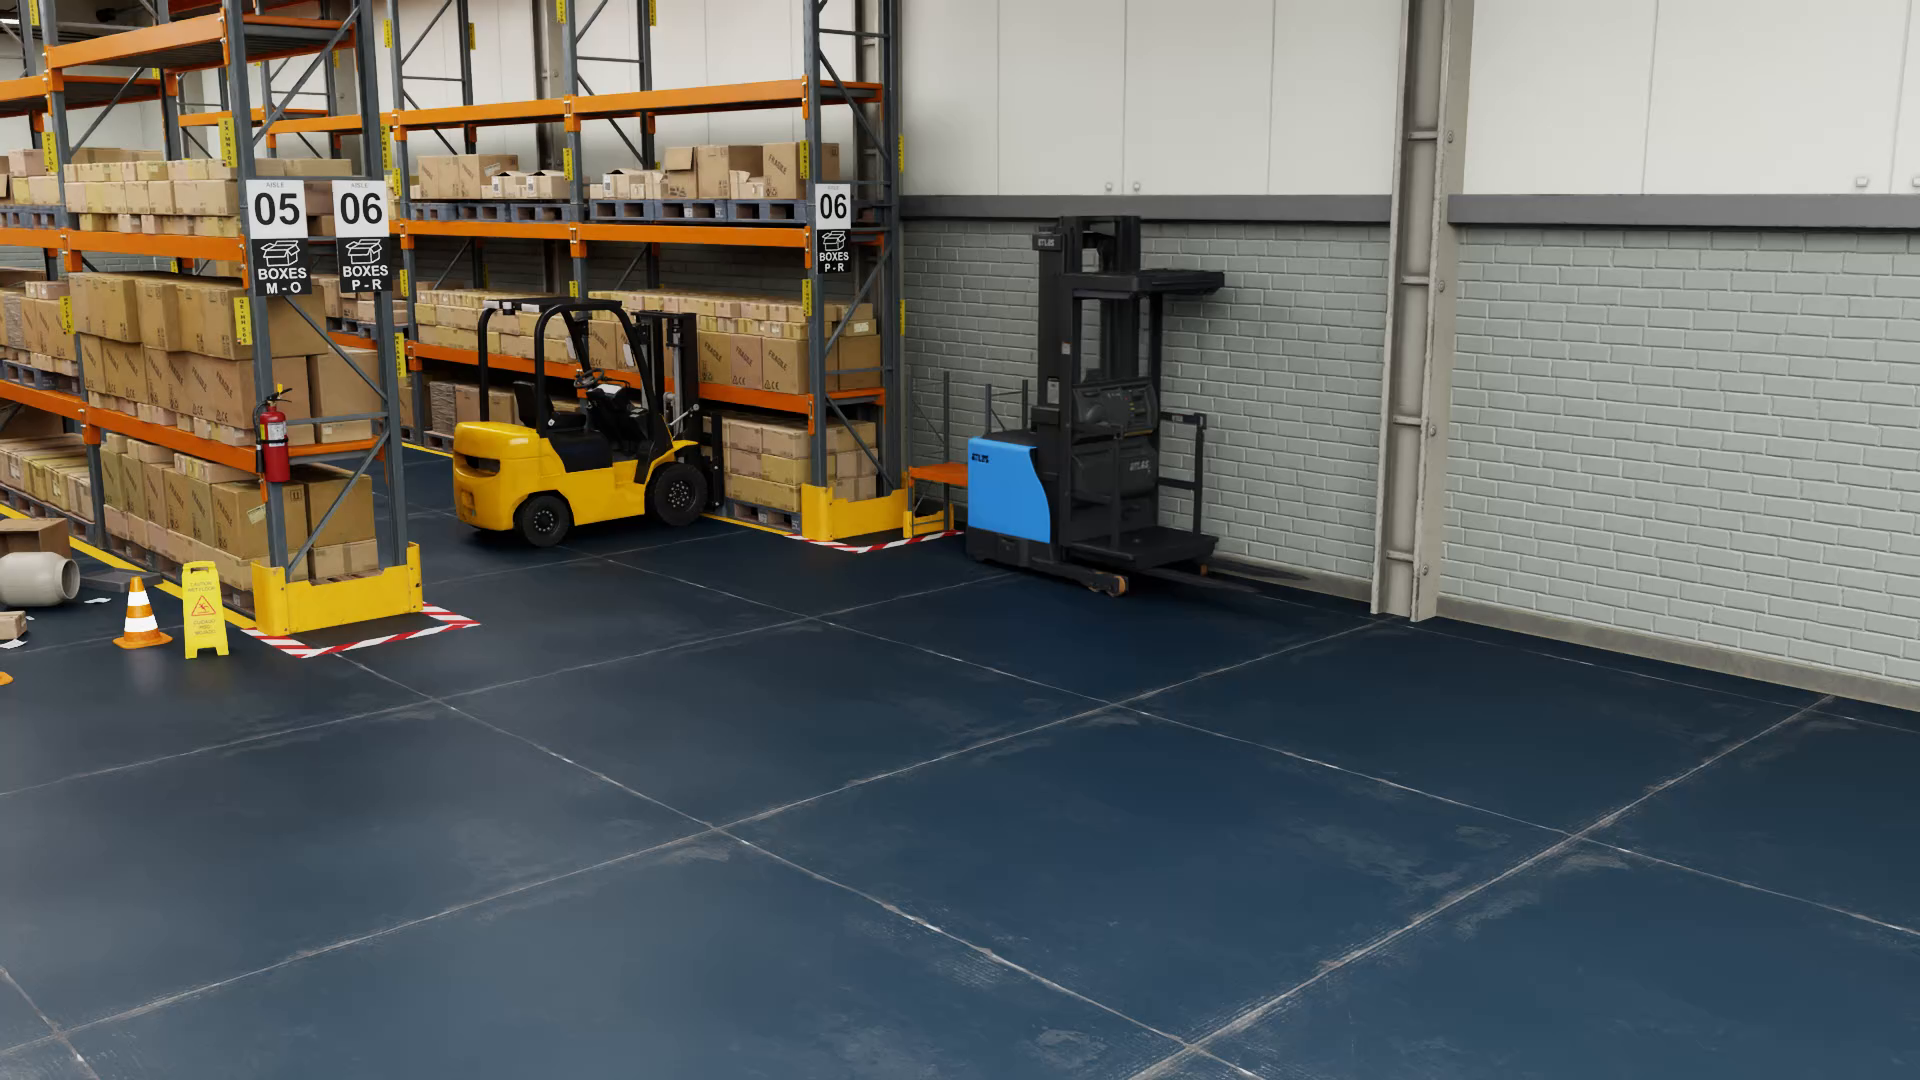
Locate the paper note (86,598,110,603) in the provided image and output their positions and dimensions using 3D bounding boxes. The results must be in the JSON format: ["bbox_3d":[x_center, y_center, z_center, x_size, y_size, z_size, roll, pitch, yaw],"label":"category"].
[{"bbox_3d":[-6.692,0.465,12.918,0.148,0.019,0.142,6,13,26],"label":"paper note"}]

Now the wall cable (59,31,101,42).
[{"bbox_3d":[-14.986,-10.560,30.424,2.988,3.039,0.133,-11,16,-43],"label":"wall cable"}]

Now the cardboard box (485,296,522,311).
[{"bbox_3d":[-5.266,-2.741,19.263,0.250,0.149,0.380,11,16,44],"label":"cardboard box"}]

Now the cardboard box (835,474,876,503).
[{"bbox_3d":[-1.162,-0.519,16.108,0.500,0.250,0.500,-11,16,-42],"label":"cardboard box"}]

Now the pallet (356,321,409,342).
[{"bbox_3d":[-7.008,-2.724,21.512,1.213,0.211,1.003,-11,16,-43],"label":"pallet"}]

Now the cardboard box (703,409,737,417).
[{"bbox_3d":[-2.565,-1.154,16.715,0.500,0.250,0.500,-11,16,-44],"label":"cardboard box"}]

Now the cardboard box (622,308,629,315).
[{"bbox_3d":[-3.317,-2.357,17.399,0.380,0.149,0.250,-11,16,-43],"label":"cardboard box"}]

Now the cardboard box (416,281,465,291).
[{"bbox_3d":[-6.732,-3.080,21.478,0.500,0.500,0.500,-10,15,-40],"label":"cardboard box"}]

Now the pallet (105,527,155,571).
[{"bbox_3d":[-6.825,0.006,14.696,1.003,0.211,1.213,-11,16,-43],"label":"pallet"}]

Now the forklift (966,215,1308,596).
[{"bbox_3d":[1.409,-1.106,13.356,1.130,2.935,3.031,-10,15,-41],"label":"forklift"}]

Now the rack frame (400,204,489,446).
[{"bbox_3d":[-6.489,-2.728,21.060,1.000,3.000,0.127,-11,16,-43],"label":"rack frame"}]

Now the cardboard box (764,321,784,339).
[{"bbox_3d":[-1.605,-1.972,15.534,0.380,0.149,0.250,-11,16,-42],"label":"cardboard box"}]

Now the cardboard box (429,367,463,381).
[{"bbox_3d":[-6.788,-2.190,21.991,0.380,0.149,0.250,-10,15,-41],"label":"cardboard box"}]

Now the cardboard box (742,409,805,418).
[{"bbox_3d":[-1.845,-1.153,16.709,0.500,0.250,0.500,-11,16,-43],"label":"cardboard box"}]

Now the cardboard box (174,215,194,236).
[{"bbox_3d":[-5.688,-2.379,12.553,0.380,0.149,0.250,-11,16,-43],"label":"cardboard box"}]

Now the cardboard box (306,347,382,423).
[{"bbox_3d":[-4.678,-1.171,12.516,0.500,0.500,0.500,-11,16,-43],"label":"cardboard box"}]

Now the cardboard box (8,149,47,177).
[{"bbox_3d":[-8.527,-3.511,15.518,0.500,0.250,0.500,-11,16,-42],"label":"cardboard box"}]

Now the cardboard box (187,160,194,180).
[{"bbox_3d":[-5.477,-2.735,12.307,0.380,0.149,0.250,-11,16,-42],"label":"cardboard box"}]

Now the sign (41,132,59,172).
[{"bbox_3d":[-7.713,-3.290,14.094,0.100,0.325,0.005,-11,16,-43],"label":"sign"}]

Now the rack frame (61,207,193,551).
[{"bbox_3d":[-7.314,-1.452,14.866,1.000,3.000,0.127,-11,16,-43],"label":"rack frame"}]

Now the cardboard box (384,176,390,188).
[{"bbox_3d":[-7.046,-4.527,21.003,0.250,0.149,0.380,11,16,43],"label":"cardboard box"}]

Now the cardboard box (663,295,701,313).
[{"bbox_3d":[-2.774,-2.392,16.835,0.380,0.149,0.250,-11,16,-43],"label":"cardboard box"}]

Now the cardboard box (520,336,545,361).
[{"bbox_3d":[-4.615,-2.181,18.774,0.500,0.250,0.500,-11,16,-43],"label":"cardboard box"}]

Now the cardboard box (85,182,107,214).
[{"bbox_3d":[-6.846,-2.818,13.693,0.500,0.250,0.500,-11,16,-43],"label":"cardboard box"}]

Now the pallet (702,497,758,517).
[{"bbox_3d":[-2.361,-0.479,17.052,1.003,0.211,1.213,-11,16,-43],"label":"pallet"}]

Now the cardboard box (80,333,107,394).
[{"bbox_3d":[-7.212,-1.544,14.326,0.500,0.500,0.500,-11,16,-43],"label":"cardboard box"}]

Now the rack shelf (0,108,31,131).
[{"bbox_3d":[-11.458,-4.718,18.624,1.077,0.370,4.000,-11,16,-43],"label":"rack shelf"}]

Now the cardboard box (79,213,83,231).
[{"bbox_3d":[-7.276,-2.718,14.198,0.380,0.149,0.250,-11,16,-43],"label":"cardboard box"}]

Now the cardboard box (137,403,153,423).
[{"bbox_3d":[-6.452,-1.051,13.539,0.380,0.149,0.250,-11,16,-42],"label":"cardboard box"}]

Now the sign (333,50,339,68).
[{"bbox_3d":[-8.854,-6.864,23.557,0.100,0.325,0.005,-11,16,-43],"label":"sign"}]

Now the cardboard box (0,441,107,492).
[{"bbox_3d":[-9.178,-0.764,16.998,0.950,0.372,0.625,-11,16,-44],"label":"cardboard box"}]

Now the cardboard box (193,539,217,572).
[{"bbox_3d":[-5.657,0.115,13.031,0.500,0.250,0.500,-11,16,-42],"label":"cardboard box"}]

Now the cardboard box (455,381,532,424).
[{"bbox_3d":[-5.611,-1.584,20.349,0.875,0.625,0.625,-10,15,-41],"label":"cardboard box"}]

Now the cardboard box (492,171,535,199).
[{"bbox_3d":[-4.933,-4.009,18.772,0.500,0.311,0.500,11,16,43],"label":"cardboard box"}]

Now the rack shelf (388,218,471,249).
[{"bbox_3d":[-7.870,-4.137,22.247,1.077,0.370,4.000,-11,16,-43],"label":"rack shelf"}]

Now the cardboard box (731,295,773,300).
[{"bbox_3d":[-2.089,-2.382,16.785,0.380,0.149,0.250,-11,16,-42],"label":"cardboard box"}]

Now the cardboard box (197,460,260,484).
[{"bbox_3d":[-5.596,-0.537,12.733,0.380,0.149,0.250,-10,15,-41],"label":"cardboard box"}]

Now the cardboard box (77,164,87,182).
[{"bbox_3d":[-7.132,-3.064,13.900,0.380,0.149,0.250,-10,15,-41],"label":"cardboard box"}]

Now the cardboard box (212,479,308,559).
[{"bbox_3d":[-5.294,-0.176,12.583,0.500,0.500,0.500,-11,16,-42],"label":"cardboard box"}]

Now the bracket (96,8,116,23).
[{"bbox_3d":[-15.404,-9.473,30.011,0.235,0.232,0.430,-11,16,-43],"label":"bracket"}]

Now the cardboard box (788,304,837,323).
[{"bbox_3d":[-1.364,-2.096,15.399,0.380,0.149,0.250,-11,16,-42],"label":"cardboard box"}]

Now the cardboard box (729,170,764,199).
[{"bbox_3d":[-1.932,-3.335,15.613,0.396,0.266,0.258,-11,16,-42],"label":"cardboard box"}]

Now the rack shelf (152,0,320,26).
[{"bbox_3d":[-10.633,-7.818,24.442,1.077,0.370,4.000,-11,16,-43],"label":"rack shelf"}]

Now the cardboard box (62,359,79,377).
[{"bbox_3d":[-7.869,-1.572,15.027,0.380,0.149,0.250,-11,16,-42],"label":"cardboard box"}]

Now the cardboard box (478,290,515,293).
[{"bbox_3d":[-5.722,-3.007,20.556,0.380,0.149,0.250,-11,16,-43],"label":"cardboard box"}]

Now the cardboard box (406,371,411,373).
[{"bbox_3d":[-7.224,-2.100,21.555,0.250,0.149,0.380,11,16,42],"label":"cardboard box"}]

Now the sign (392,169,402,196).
[{"bbox_3d":[-6.883,-4.376,20.339,0.100,0.325,0.005,-11,16,-43],"label":"sign"}]

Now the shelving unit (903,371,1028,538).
[{"bbox_3d":[0.053,-0.723,15.045,0.587,1.500,1.083,-11,16,-43],"label":"shelving unit"}]

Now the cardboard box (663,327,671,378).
[{"bbox_3d":[-2.887,-1.945,17.010,0.500,0.500,0.500,-11,16,-43],"label":"cardboard box"}]

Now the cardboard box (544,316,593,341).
[{"bbox_3d":[-4.251,-2.352,18.366,0.500,0.250,0.500,-11,16,-44],"label":"cardboard box"}]

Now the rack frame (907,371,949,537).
[{"bbox_3d":[-0.292,-0.796,15.398,0.500,1.500,0.032,-11,16,-43],"label":"rack frame"}]
